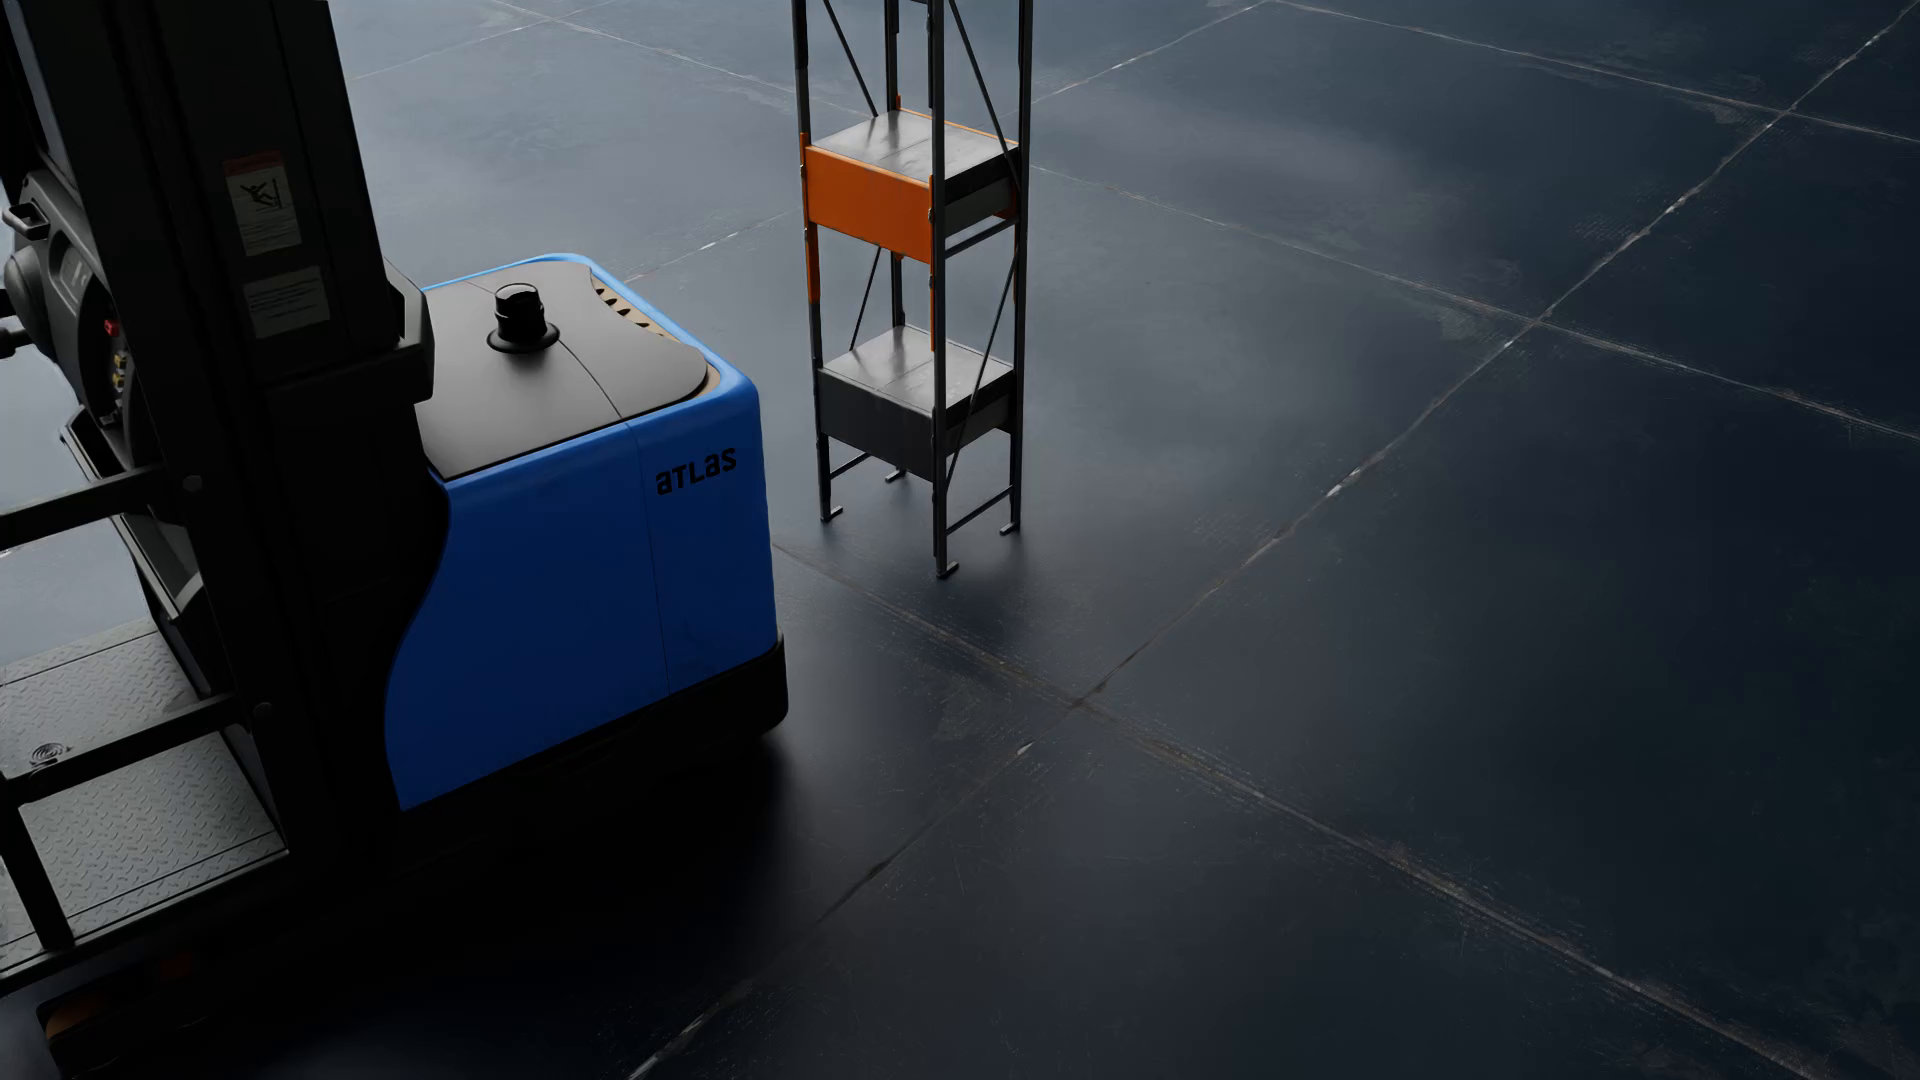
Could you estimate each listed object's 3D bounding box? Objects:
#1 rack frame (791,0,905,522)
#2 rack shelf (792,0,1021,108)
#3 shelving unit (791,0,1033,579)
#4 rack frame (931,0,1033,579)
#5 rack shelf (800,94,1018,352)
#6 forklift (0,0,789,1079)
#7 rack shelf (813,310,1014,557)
[{"bbox_3d":[-0.315,-1.014,4.872,0.015,2.100,0.400,25,42,32],"label":"rack frame"},{"bbox_3d":[-0.127,-1.491,4.354,0.480,0.518,0.431,25,42,32],"label":"rack shelf"},{"bbox_3d":[-0.127,-0.926,4.743,0.503,2.100,0.431,25,42,32],"label":"shelving unit"},{"bbox_3d":[0.060,-0.837,4.614,0.015,2.100,0.400,25,42,32],"label":"rack frame"},{"bbox_3d":[-0.127,-0.914,4.751,0.480,0.518,0.431,25,42,32],"label":"rack shelf"},{"bbox_3d":[-1.944,-0.406,3.252,3.031,2.935,1.130,-23,41,-30],"label":"forklift"},{"bbox_3d":[-0.127,-0.337,5.147,0.480,0.518,0.431,25,42,32],"label":"rack shelf"}]
